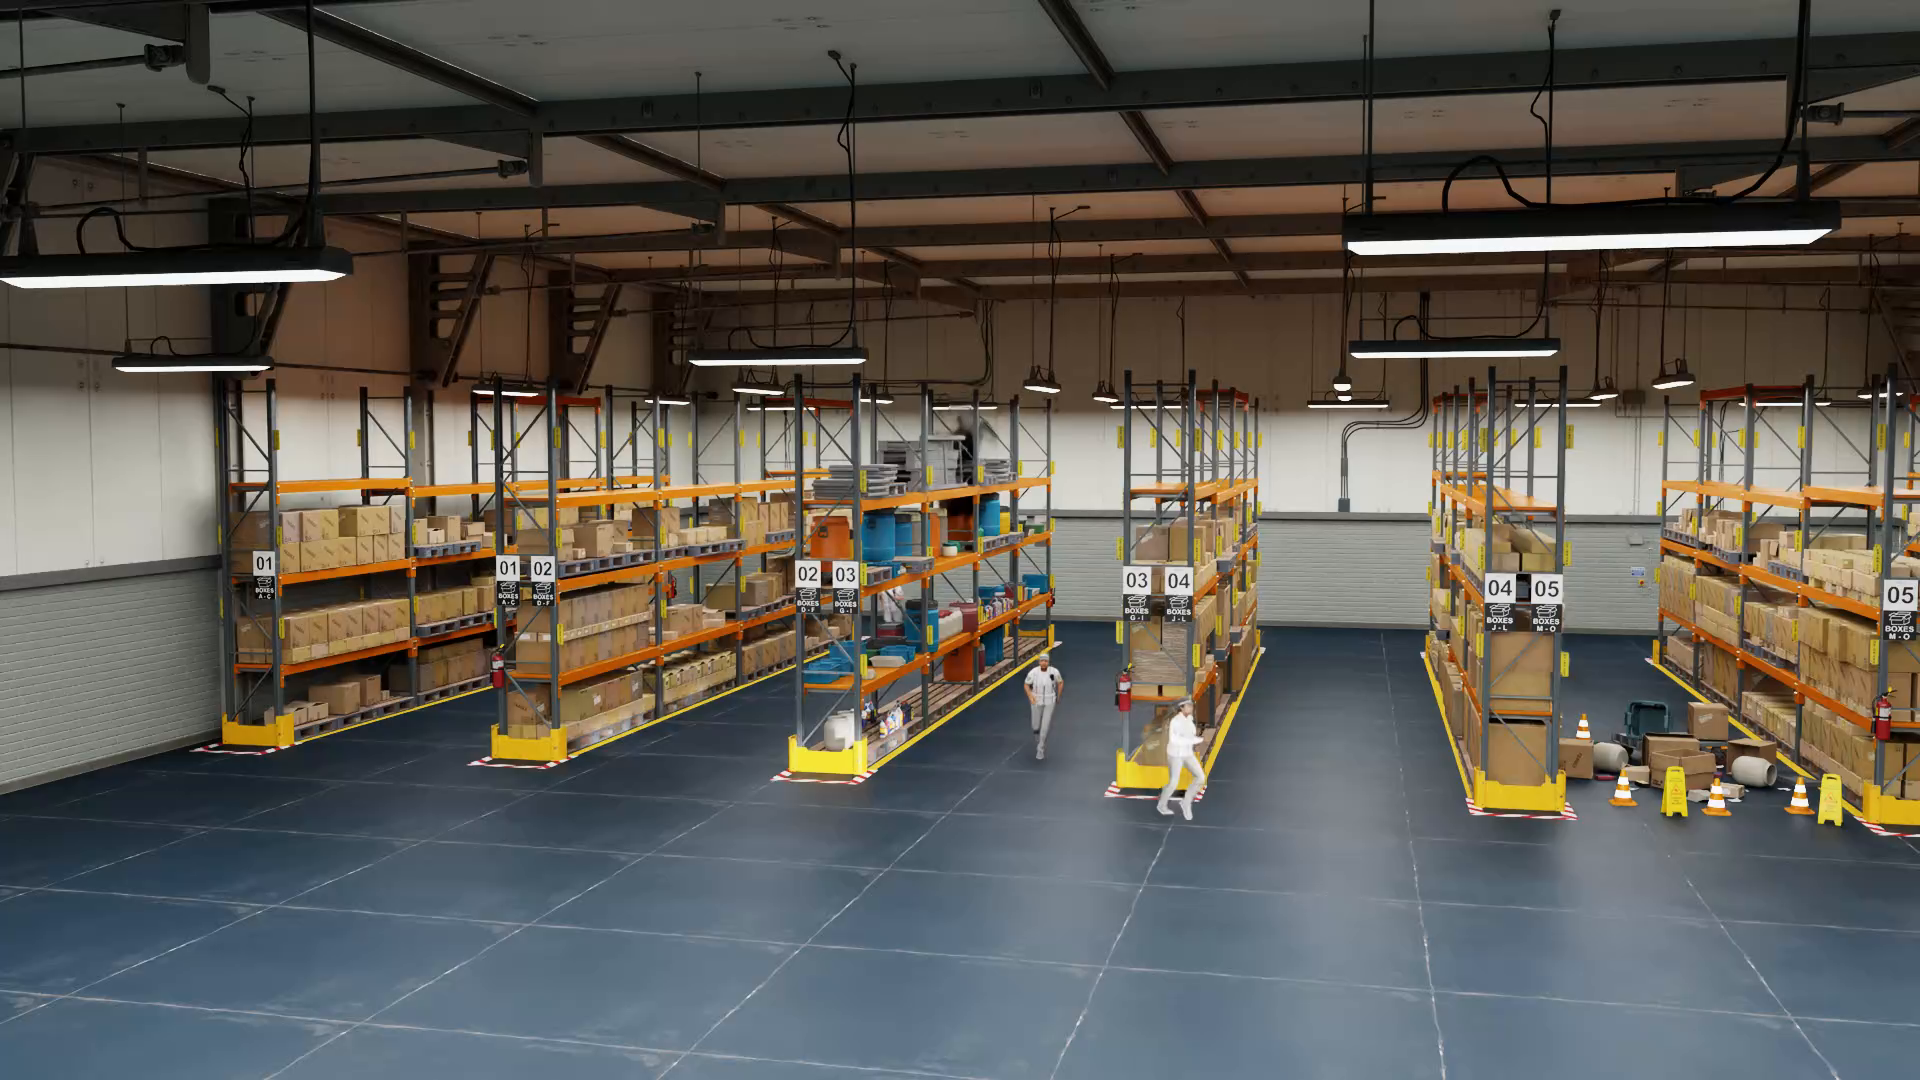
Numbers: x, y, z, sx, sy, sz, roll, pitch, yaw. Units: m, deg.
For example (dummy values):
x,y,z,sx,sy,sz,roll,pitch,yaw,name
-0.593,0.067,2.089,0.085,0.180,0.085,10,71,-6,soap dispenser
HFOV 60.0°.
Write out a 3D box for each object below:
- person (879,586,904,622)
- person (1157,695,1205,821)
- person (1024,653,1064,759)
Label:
x,y,z,sx,sy,sz,roll,pitch,yaw,name
-1.671,1.729,40.189,0.659,1.852,0.737,0,3,7,person
2.918,2.847,21.851,0.761,1.670,0.642,3,5,44,person
1.335,2.614,26.471,0.630,1.651,0.746,0,3,4,person
